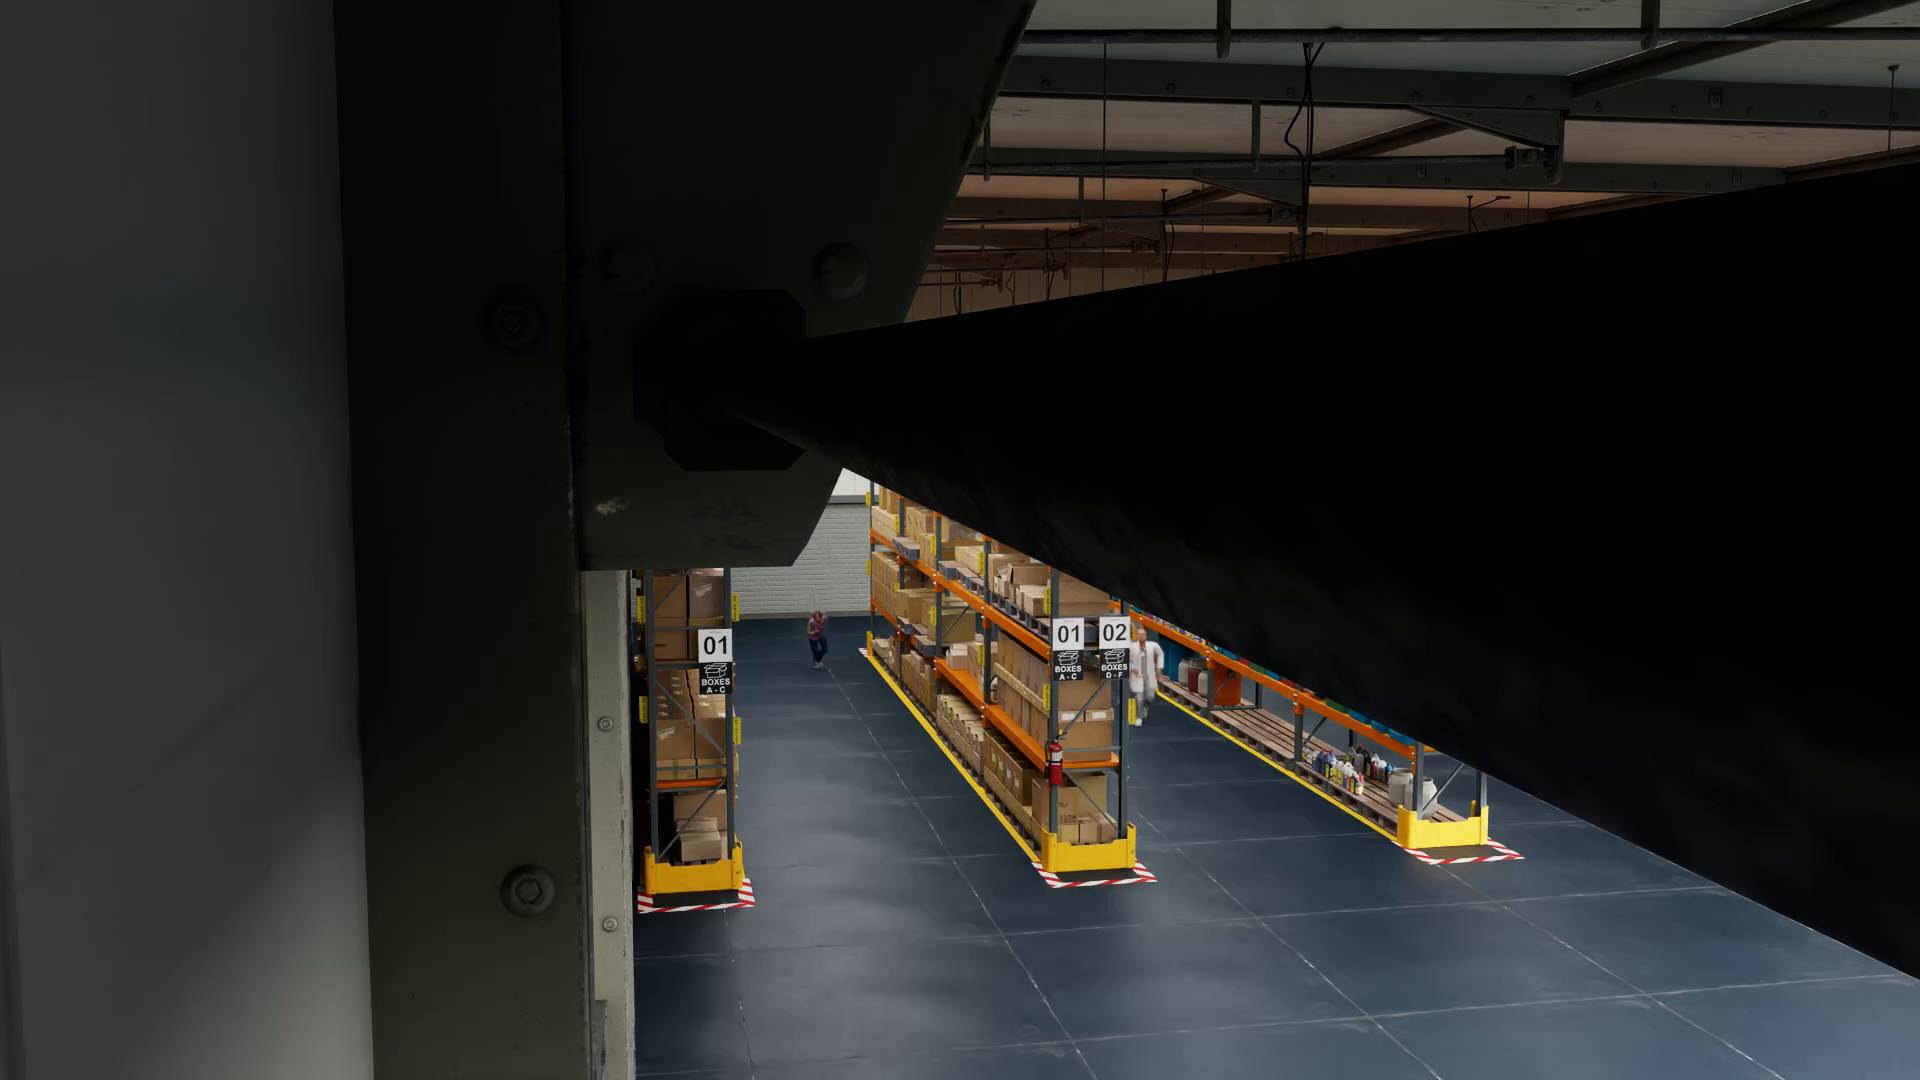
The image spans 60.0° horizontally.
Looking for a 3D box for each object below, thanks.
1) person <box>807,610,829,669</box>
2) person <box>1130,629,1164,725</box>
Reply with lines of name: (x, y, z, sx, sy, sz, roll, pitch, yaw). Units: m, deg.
person: (-2.947, 2.065, 34.503, 0.529, 1.317, 0.947, -2, 6, -18)
person: (3.238, 2.421, 29.245, 0.740, 1.735, 0.692, 0, 6, -2)
